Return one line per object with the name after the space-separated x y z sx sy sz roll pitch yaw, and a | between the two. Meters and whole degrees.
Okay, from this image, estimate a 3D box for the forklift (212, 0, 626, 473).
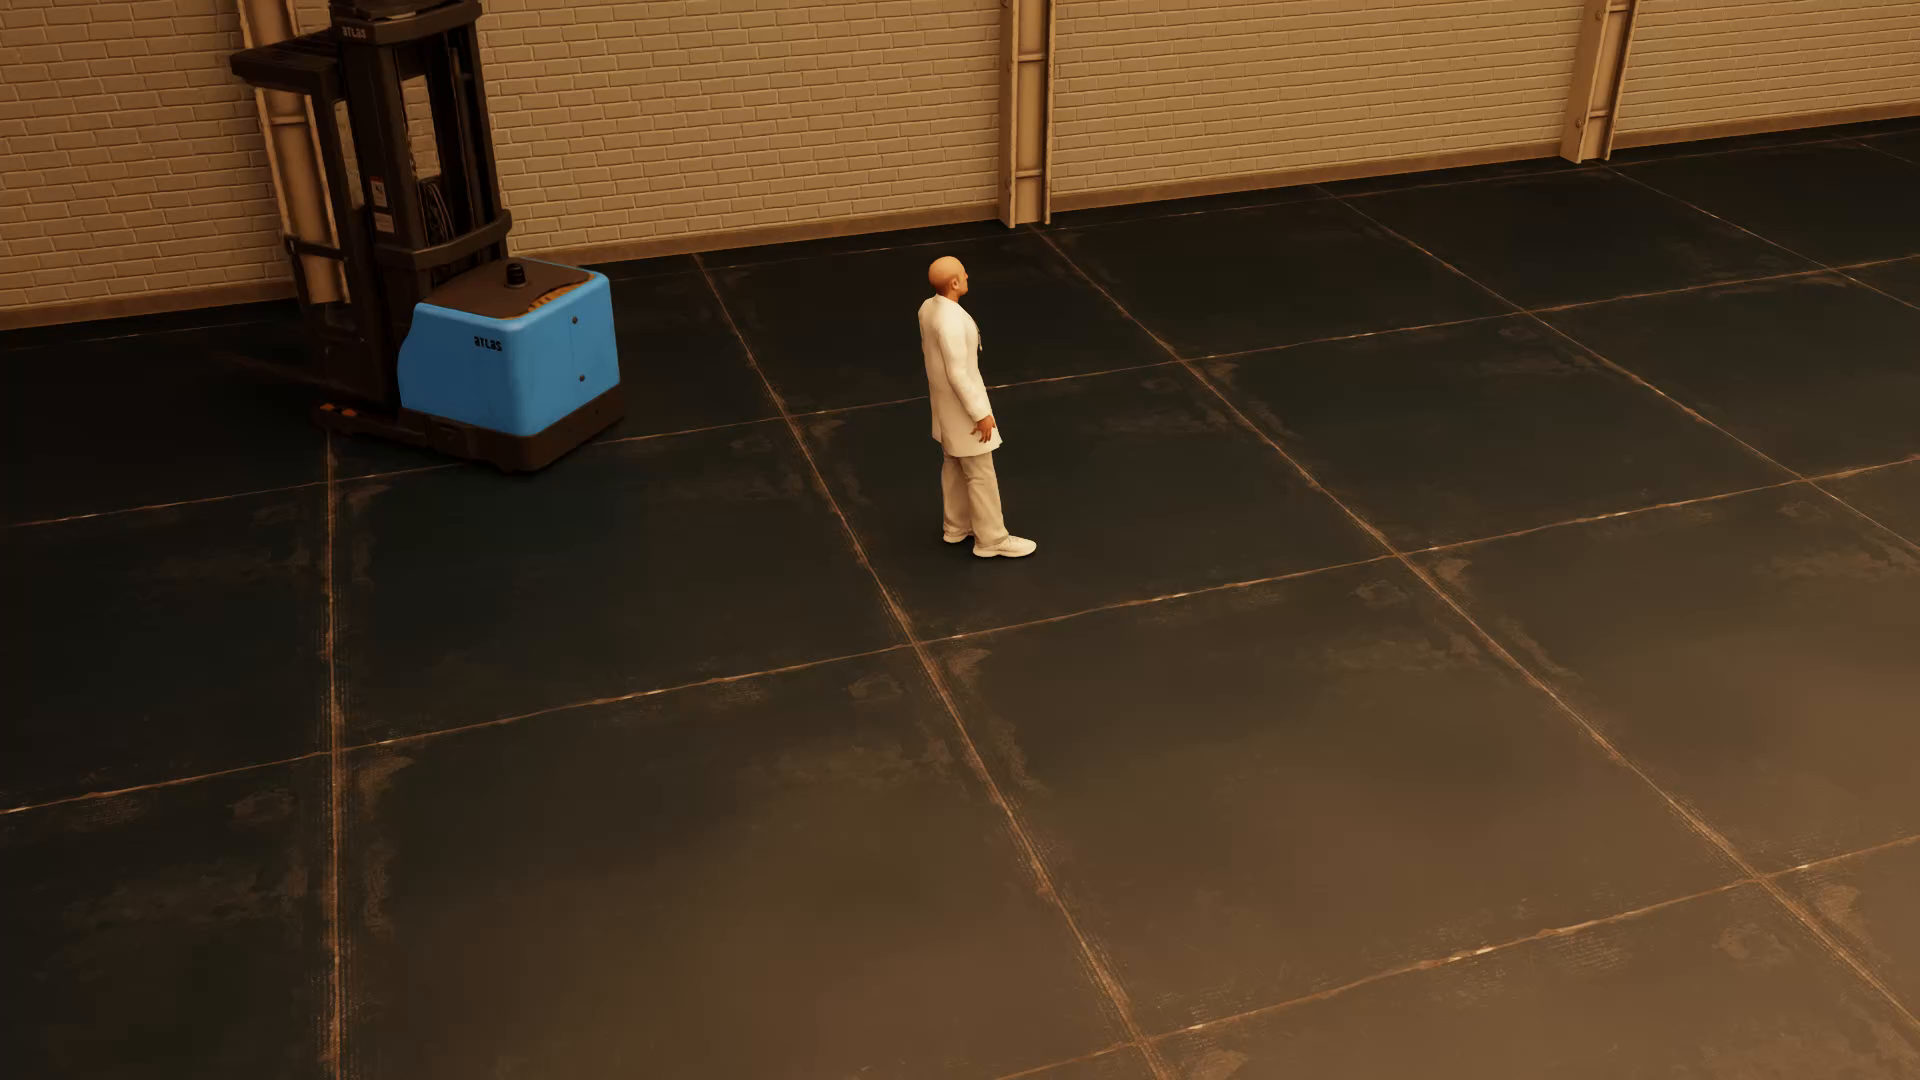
-3.840 -2.205 10.919 3.031 2.935 1.130 14 33 23 | forklift

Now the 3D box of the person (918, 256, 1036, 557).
0.087 -0.788 9.600 0.581 1.775 0.696 -10 31 -16 | person
